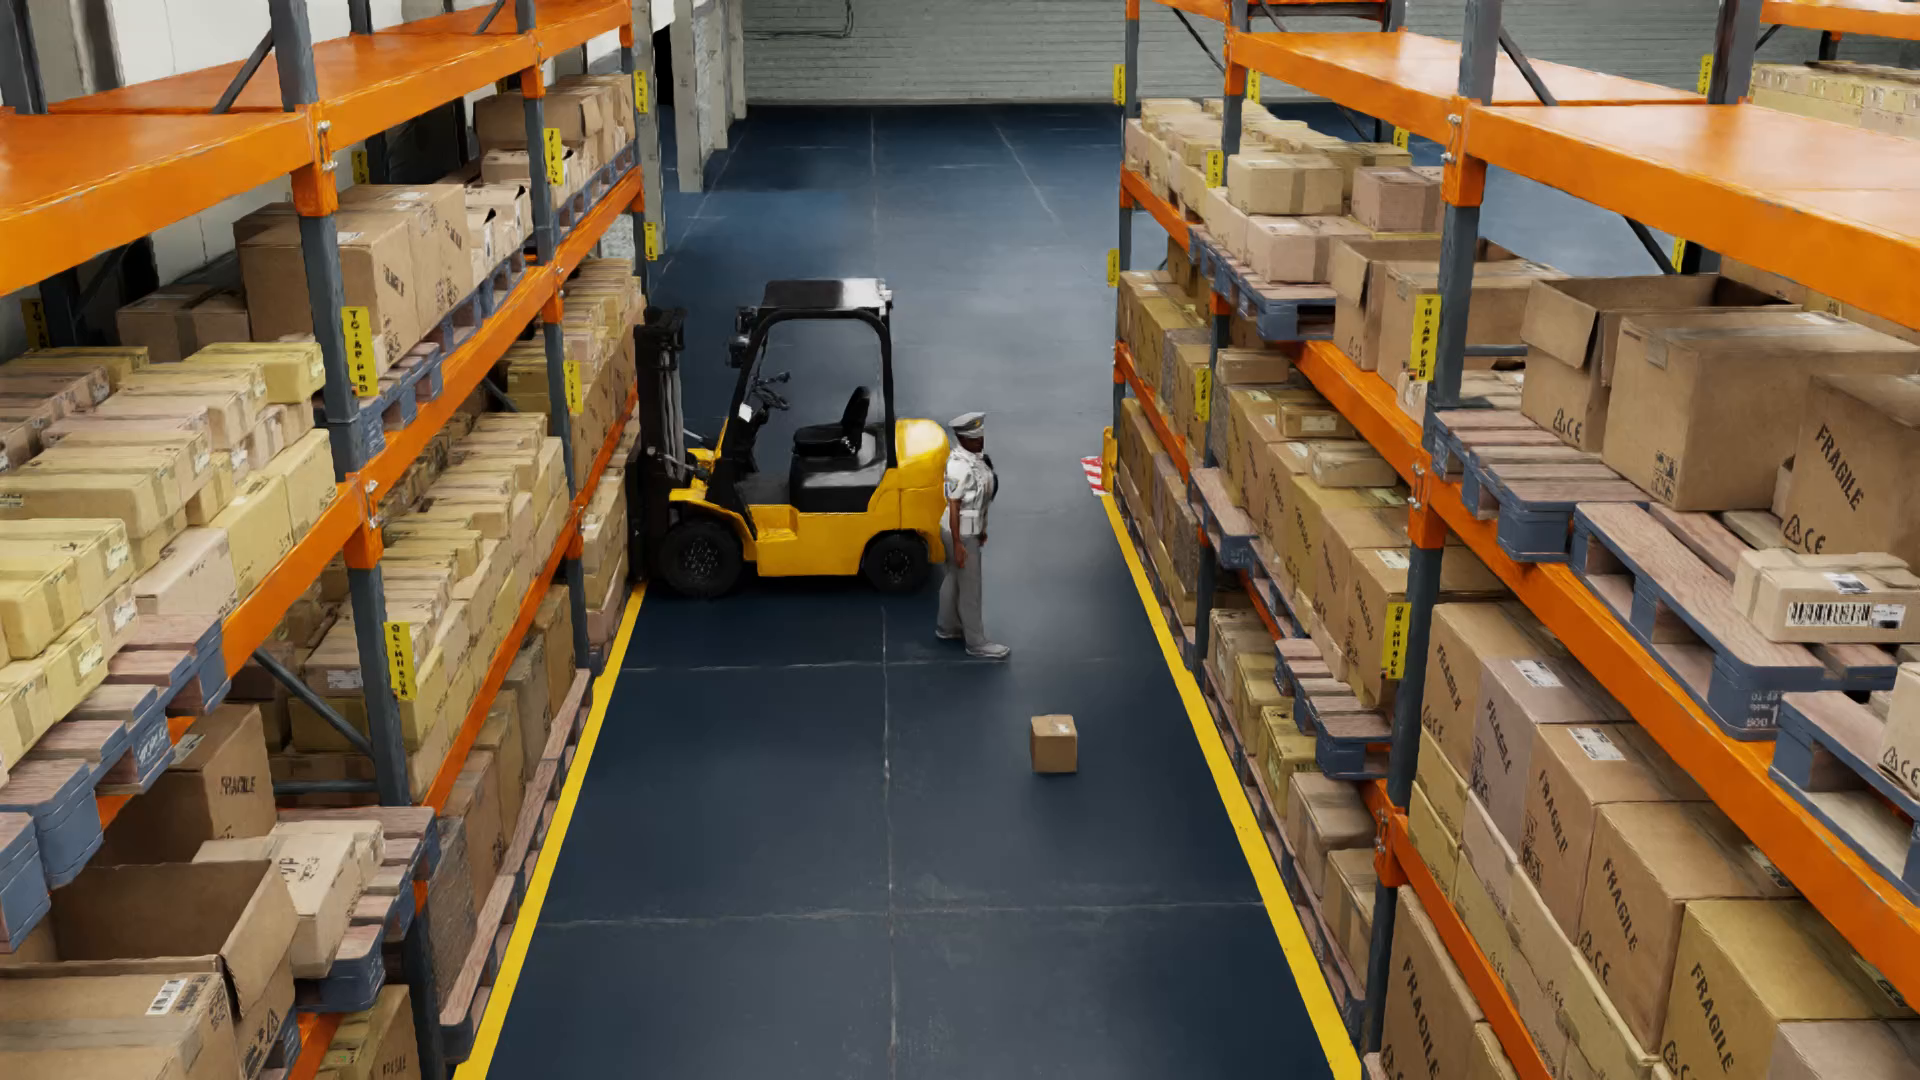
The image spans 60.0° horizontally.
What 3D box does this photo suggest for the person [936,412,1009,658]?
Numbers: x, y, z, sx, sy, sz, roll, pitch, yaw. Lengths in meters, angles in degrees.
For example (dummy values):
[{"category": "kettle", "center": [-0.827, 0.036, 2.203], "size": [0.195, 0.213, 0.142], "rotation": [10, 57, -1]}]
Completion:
[{"category": "person", "center": [0.082, -0.045, 11.118], "size": [0.557, 1.668, 0.580], "rotation": [4, 21, 12]}]
